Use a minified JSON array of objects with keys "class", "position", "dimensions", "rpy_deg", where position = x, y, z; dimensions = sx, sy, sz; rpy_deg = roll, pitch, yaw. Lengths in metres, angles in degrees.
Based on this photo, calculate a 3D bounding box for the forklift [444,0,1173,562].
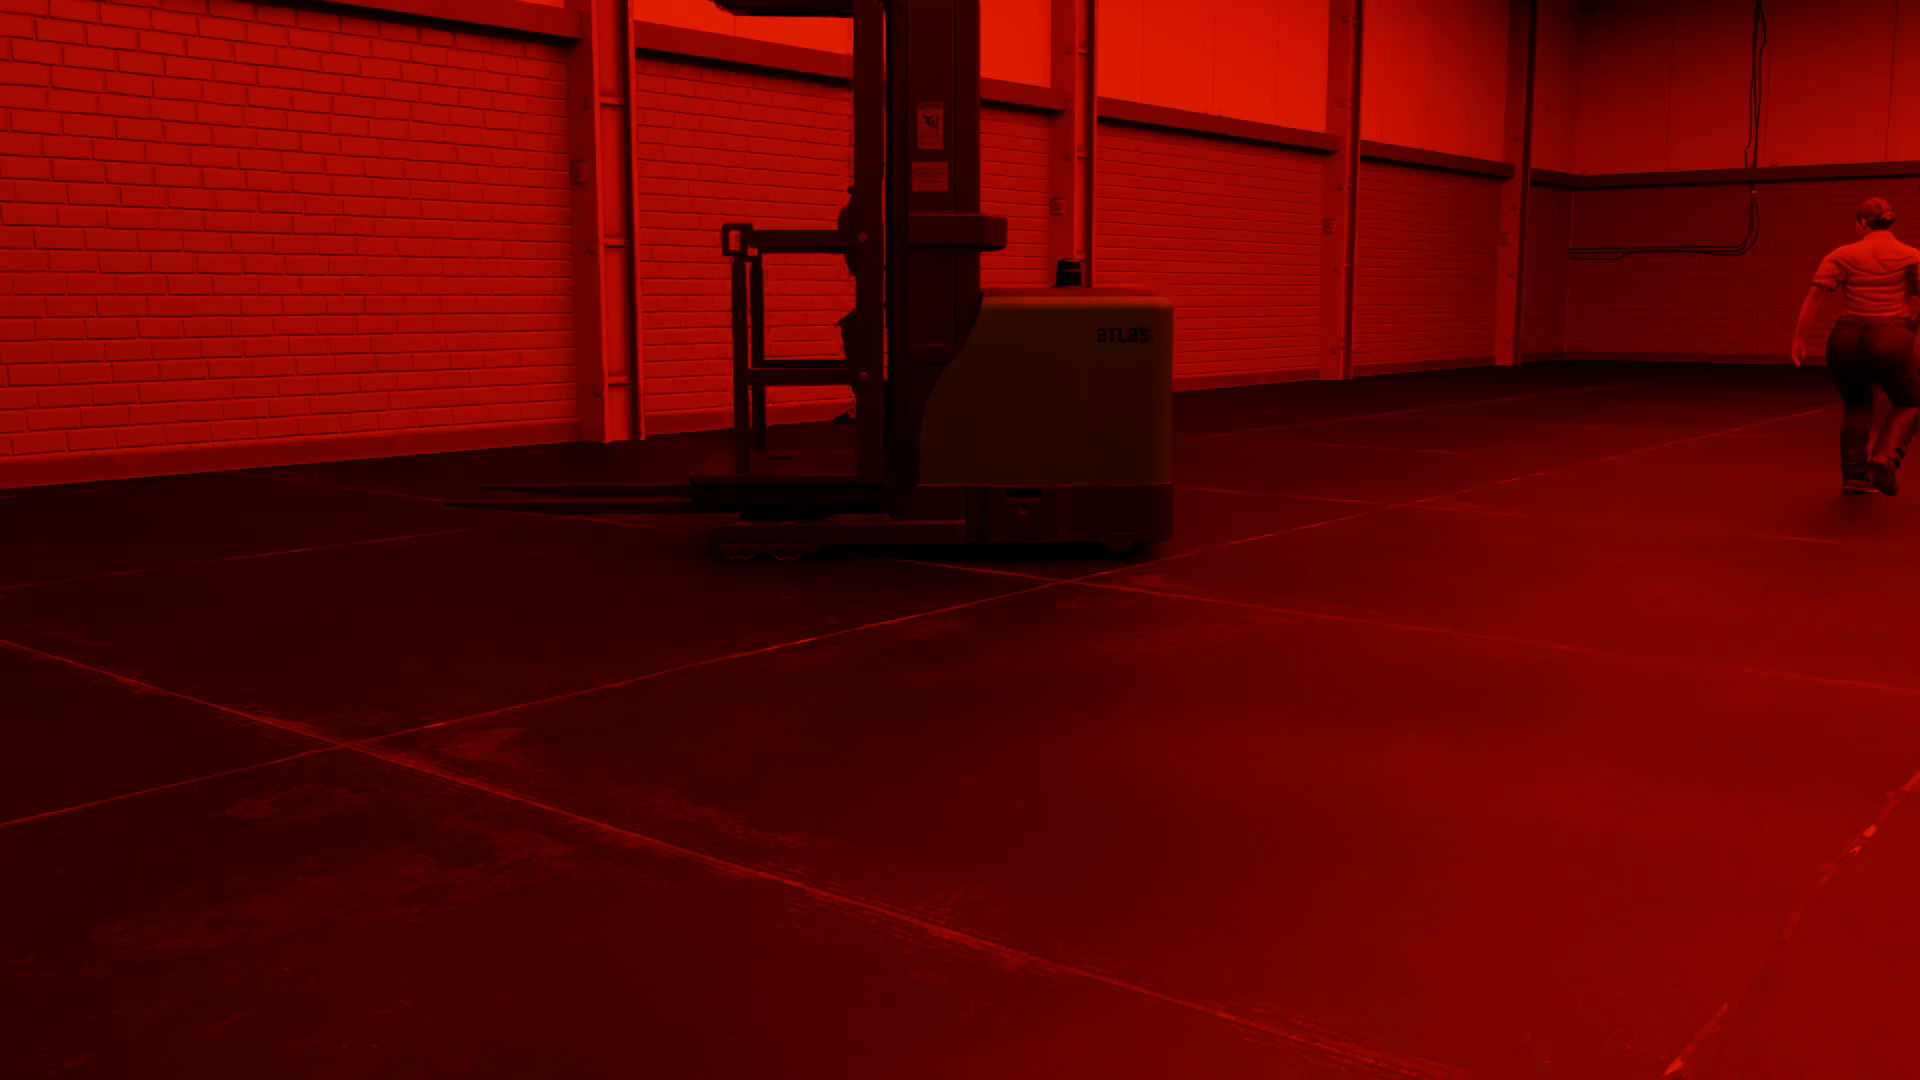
[{"class":"forklift","position":[-0.645,-1.438,7.111],"dimensions":[3.031,2.935,1.130],"rpy_deg":[0,8,-3]}]

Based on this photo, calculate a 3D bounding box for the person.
[{"class":"person","position":[4.927,-1.045,9.045],"dimensions":[0.530,1.604,0.667],"rpy_deg":[-7,11,-41]}]
